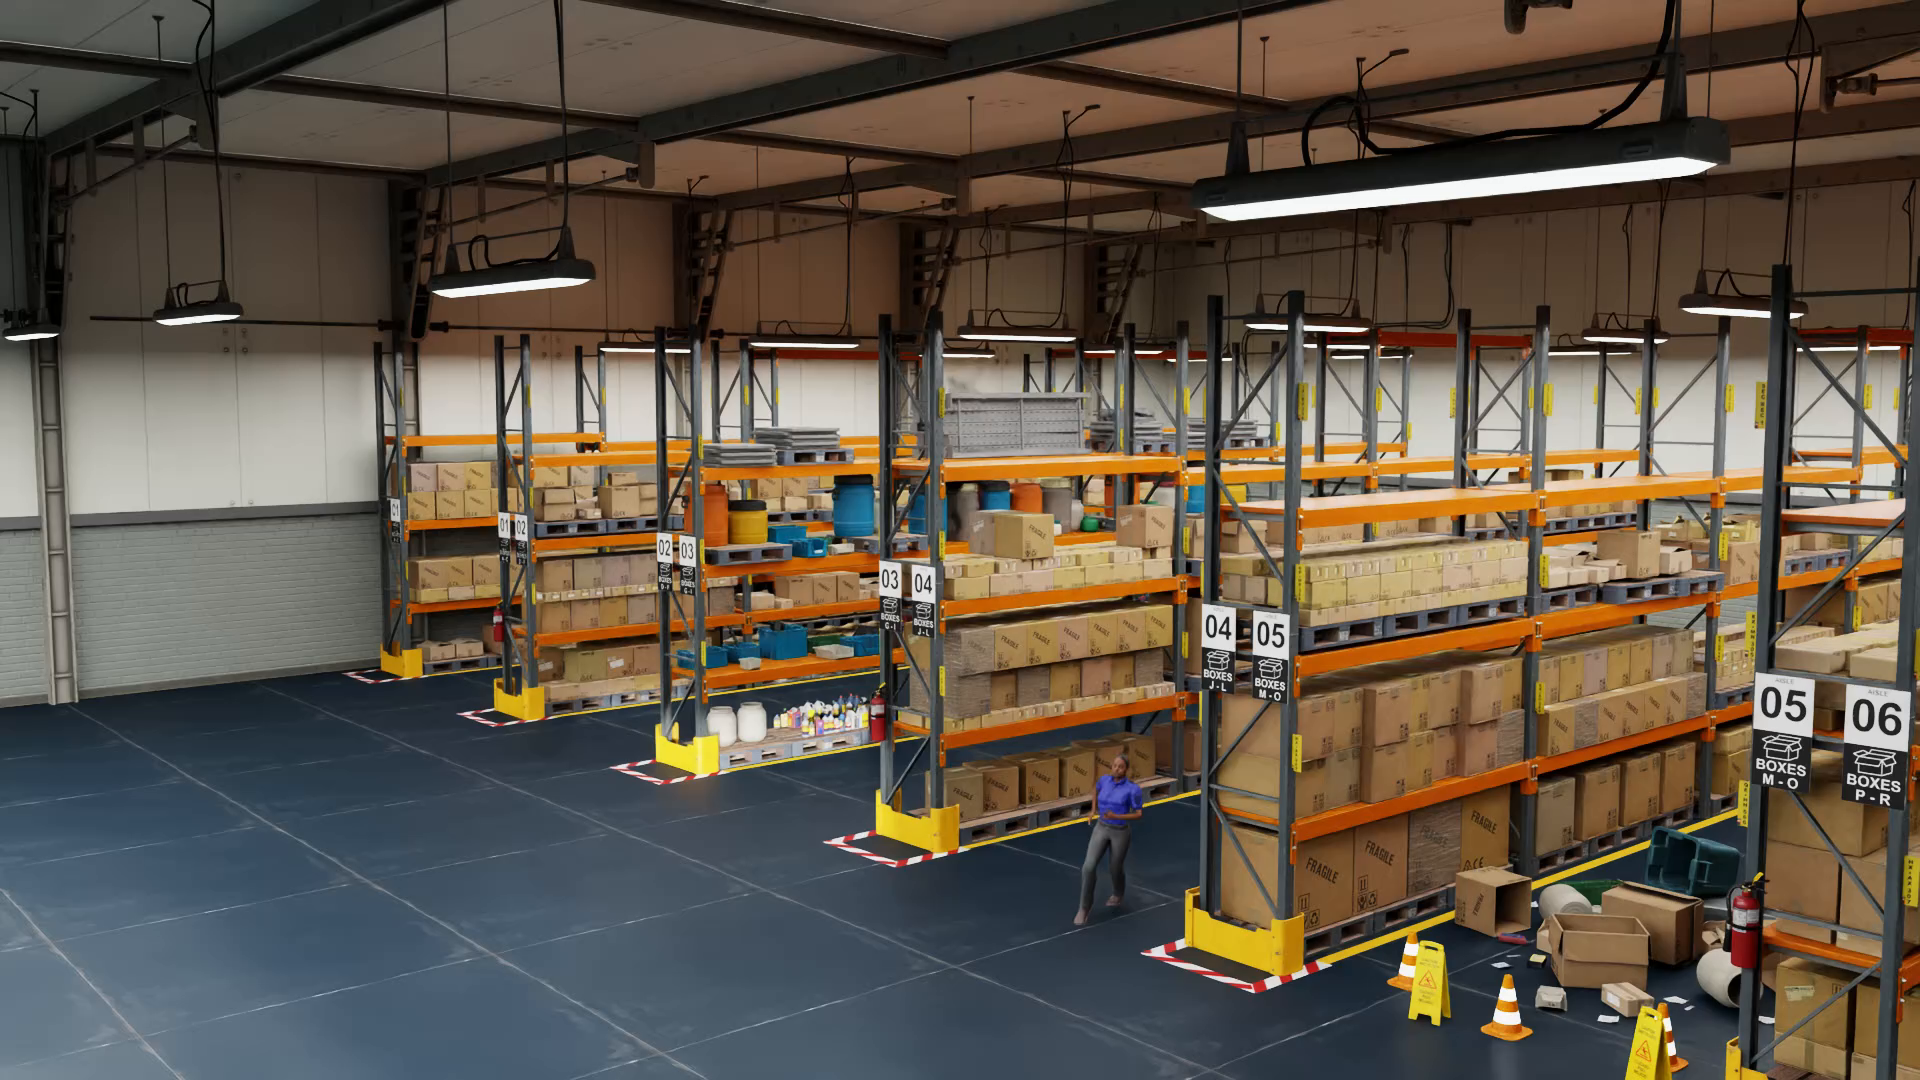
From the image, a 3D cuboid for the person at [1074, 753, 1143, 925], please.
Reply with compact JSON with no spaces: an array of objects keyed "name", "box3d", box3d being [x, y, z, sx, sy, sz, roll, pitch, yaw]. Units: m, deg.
[{"name":"person","box3d":[1.513,2.900,16.207,0.611,1.700,0.749,2,6,25]}]
